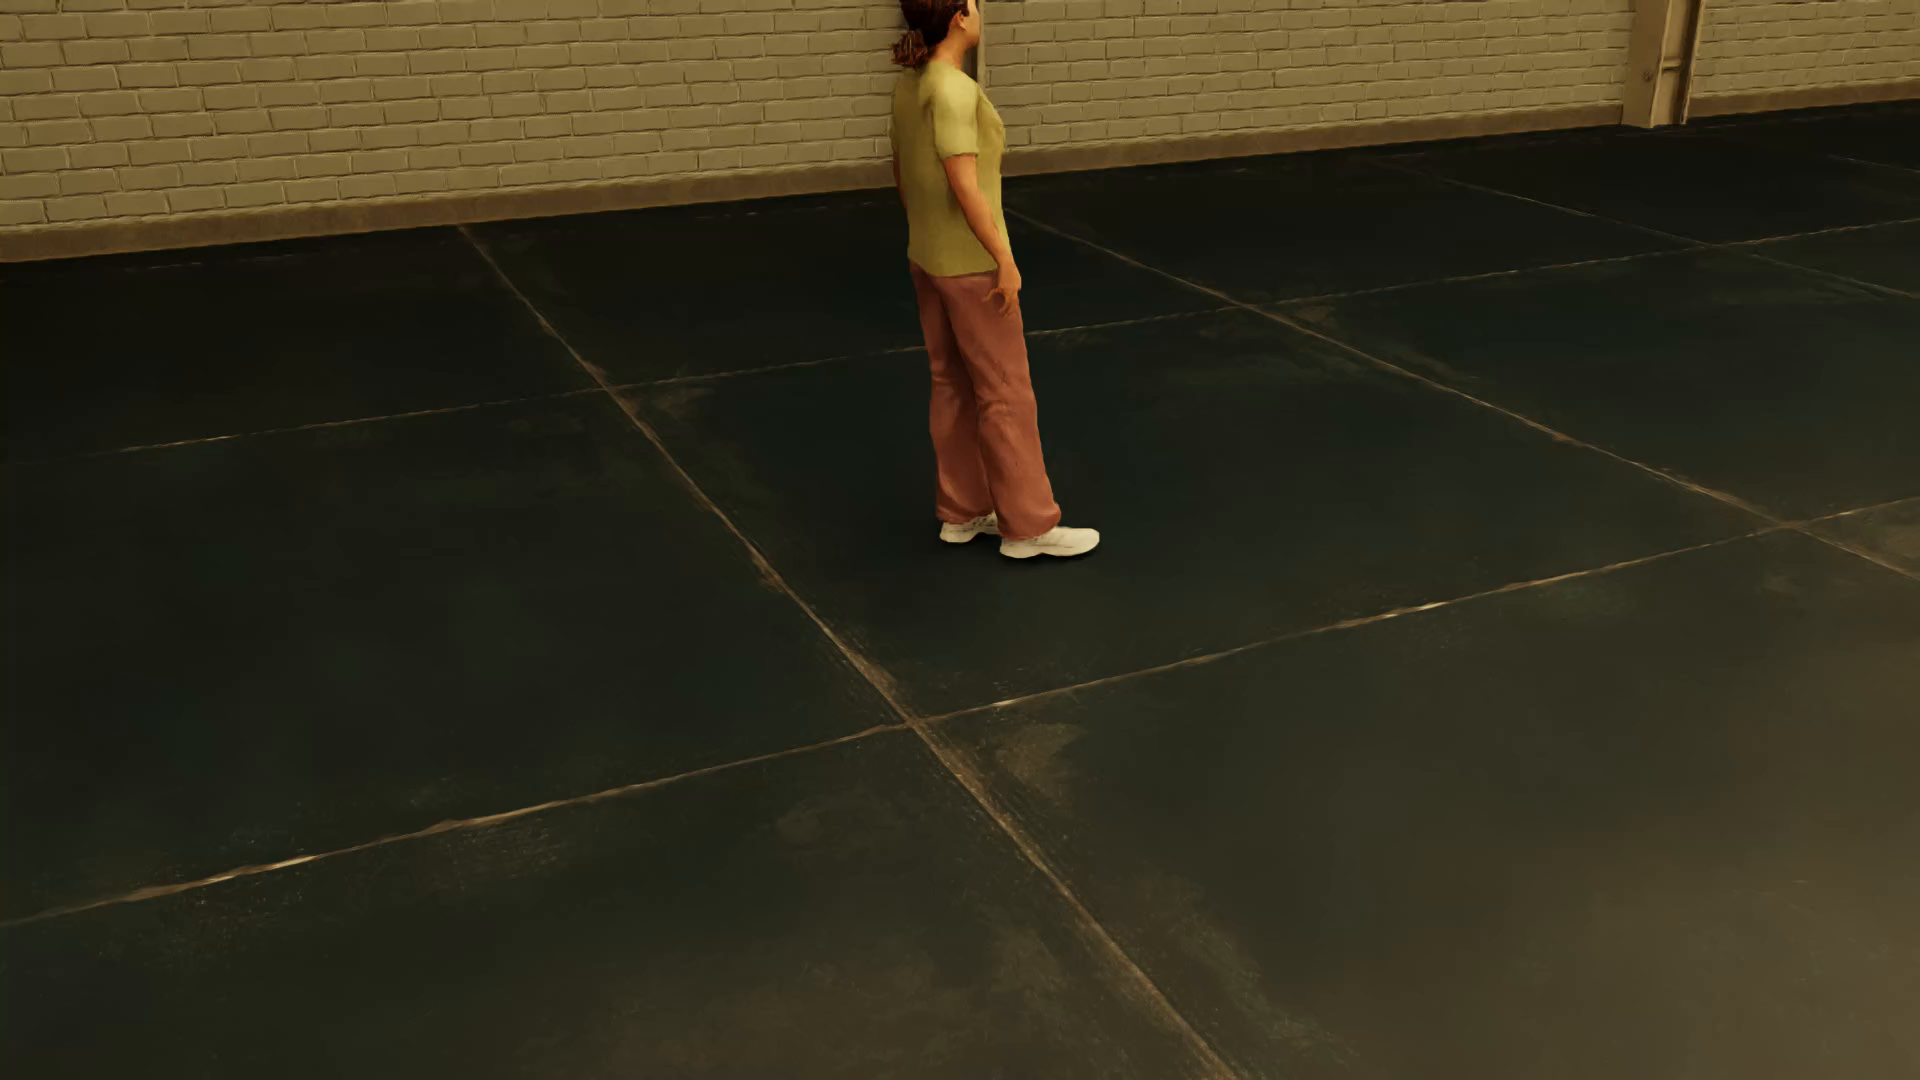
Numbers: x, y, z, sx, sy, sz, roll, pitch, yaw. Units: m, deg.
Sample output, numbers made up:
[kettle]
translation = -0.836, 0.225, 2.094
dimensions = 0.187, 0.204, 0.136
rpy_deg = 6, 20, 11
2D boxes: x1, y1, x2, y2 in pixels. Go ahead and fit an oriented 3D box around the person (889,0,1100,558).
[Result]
[person]
translation = 0.072, -0.780, 4.806
dimensions = 0.548, 1.656, 0.554
rpy_deg = -10, 25, -23
